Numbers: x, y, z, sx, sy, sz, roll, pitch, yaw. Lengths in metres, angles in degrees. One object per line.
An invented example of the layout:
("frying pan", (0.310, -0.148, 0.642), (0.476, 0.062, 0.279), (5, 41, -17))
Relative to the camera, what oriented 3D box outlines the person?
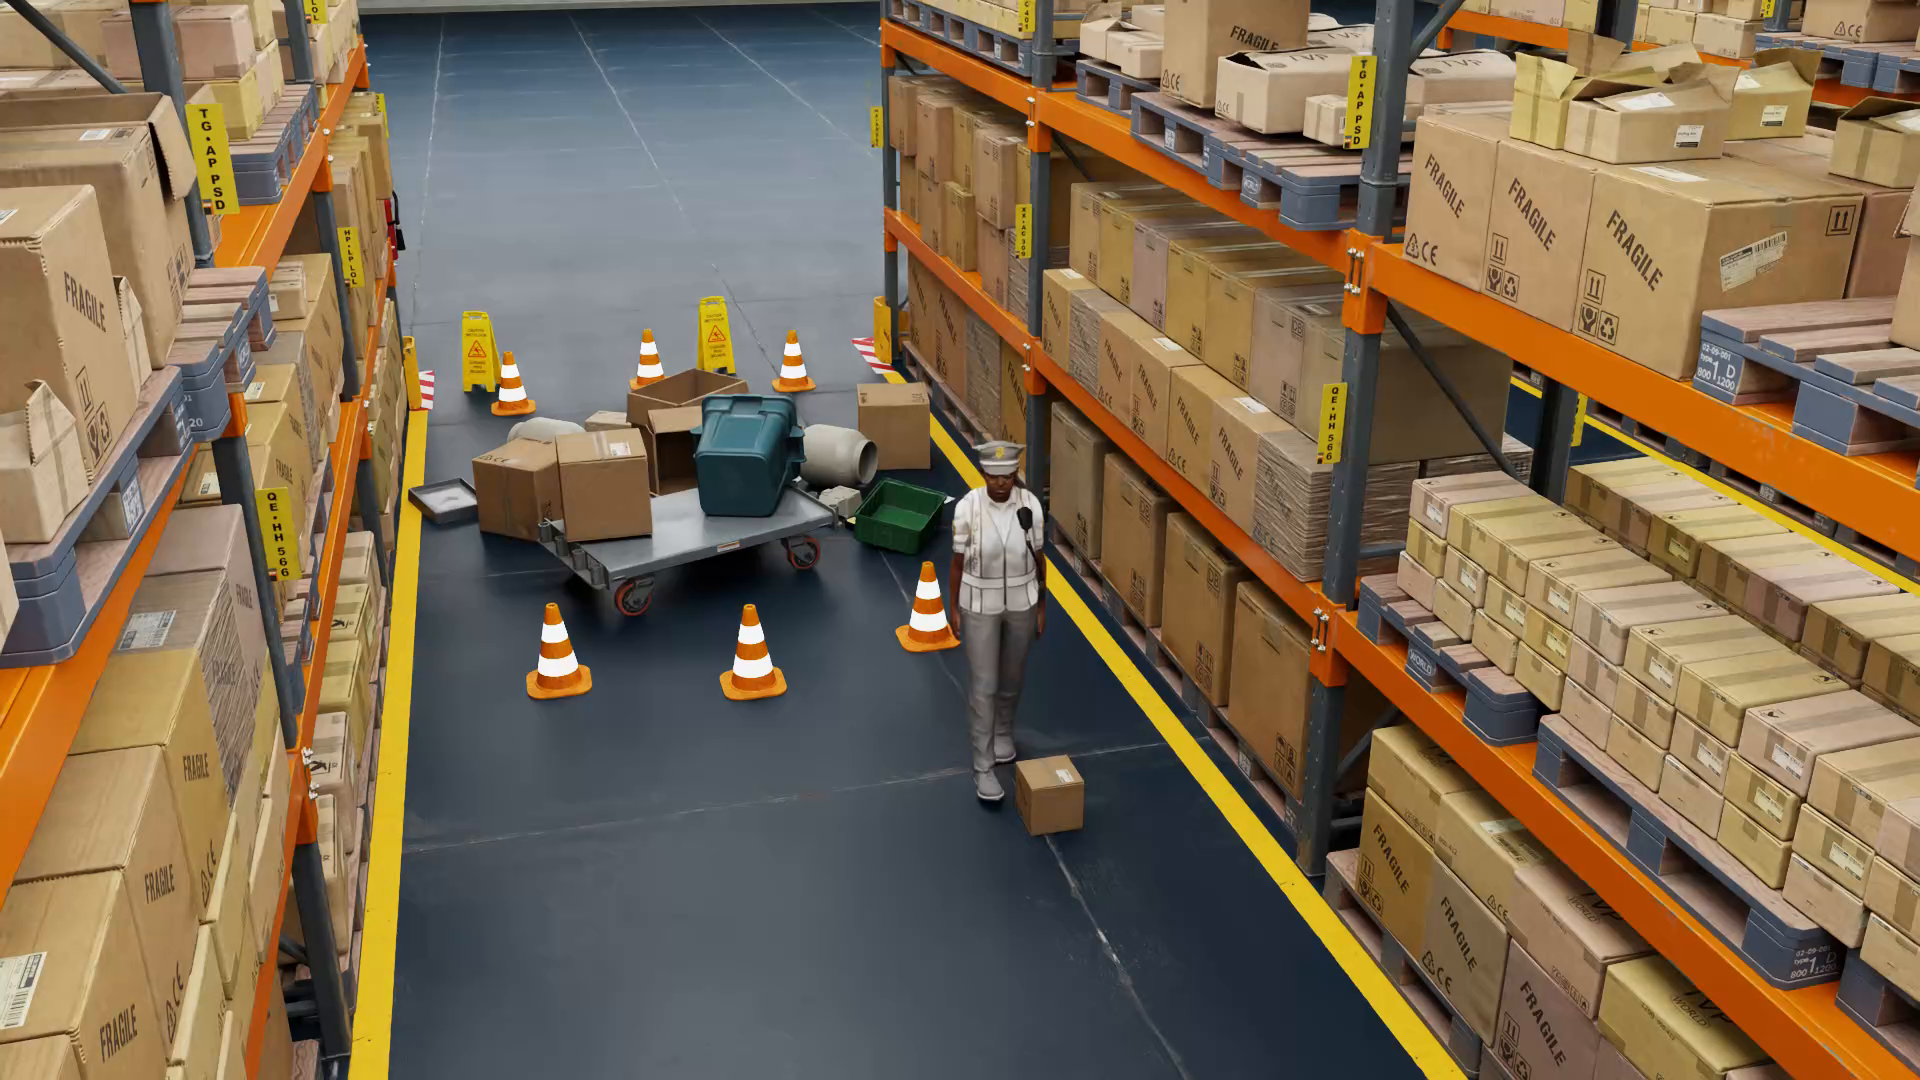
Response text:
("person", (0.207, 0.354, 7.730), (0.461, 1.670, 0.691), (-4, 23, -10))
